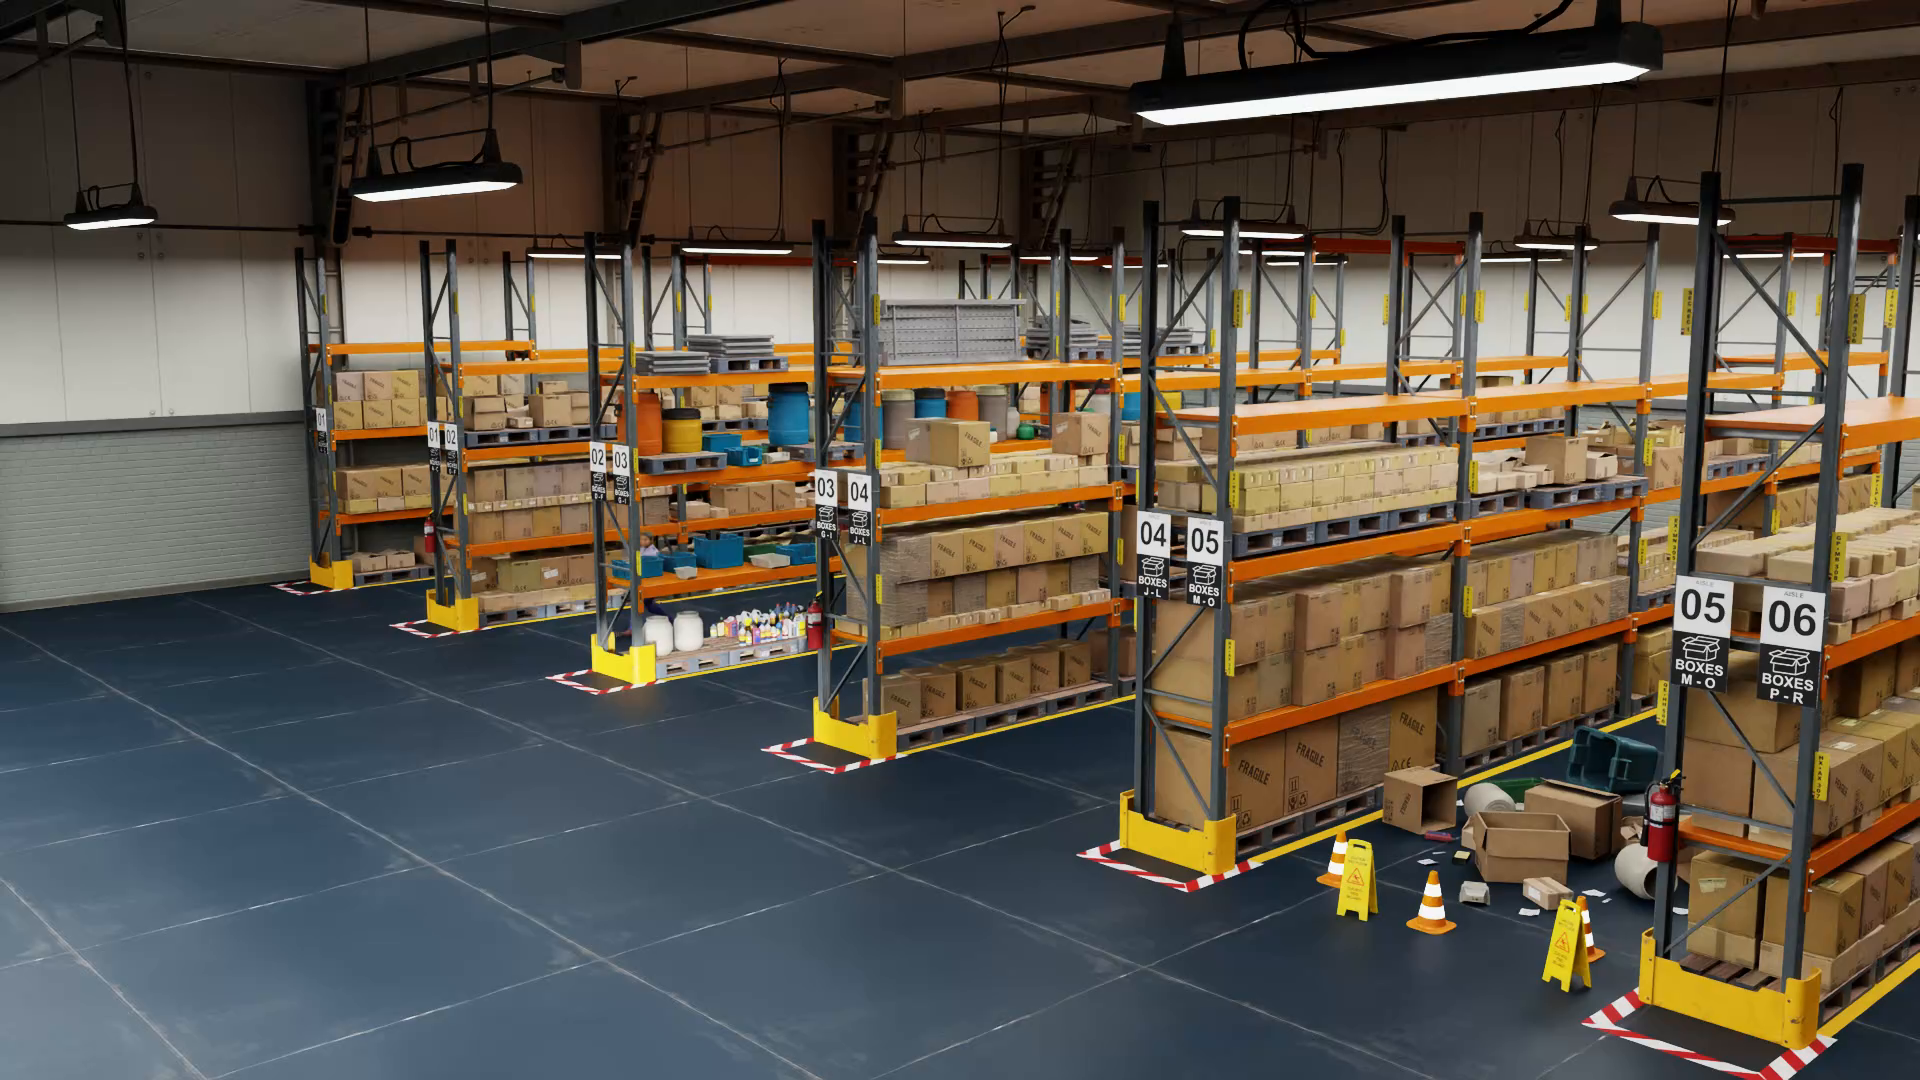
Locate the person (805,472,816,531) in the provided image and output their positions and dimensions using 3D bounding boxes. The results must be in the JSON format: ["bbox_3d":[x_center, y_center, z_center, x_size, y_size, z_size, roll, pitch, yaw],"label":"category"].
[{"bbox_3d":[-2.854,-0.629,33.959,0.696,1.659,0.657,-6,10,-34],"label":"person"}]

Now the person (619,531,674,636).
[{"bbox_3d":[-4.790,0.654,25.433,0.939,1.604,0.556,-6,10,-37],"label":"person"}]

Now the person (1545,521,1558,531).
[{"bbox_3d":[9.519,0.456,26.841,0.459,1.595,0.466,8,12,44],"label":"person"}]
